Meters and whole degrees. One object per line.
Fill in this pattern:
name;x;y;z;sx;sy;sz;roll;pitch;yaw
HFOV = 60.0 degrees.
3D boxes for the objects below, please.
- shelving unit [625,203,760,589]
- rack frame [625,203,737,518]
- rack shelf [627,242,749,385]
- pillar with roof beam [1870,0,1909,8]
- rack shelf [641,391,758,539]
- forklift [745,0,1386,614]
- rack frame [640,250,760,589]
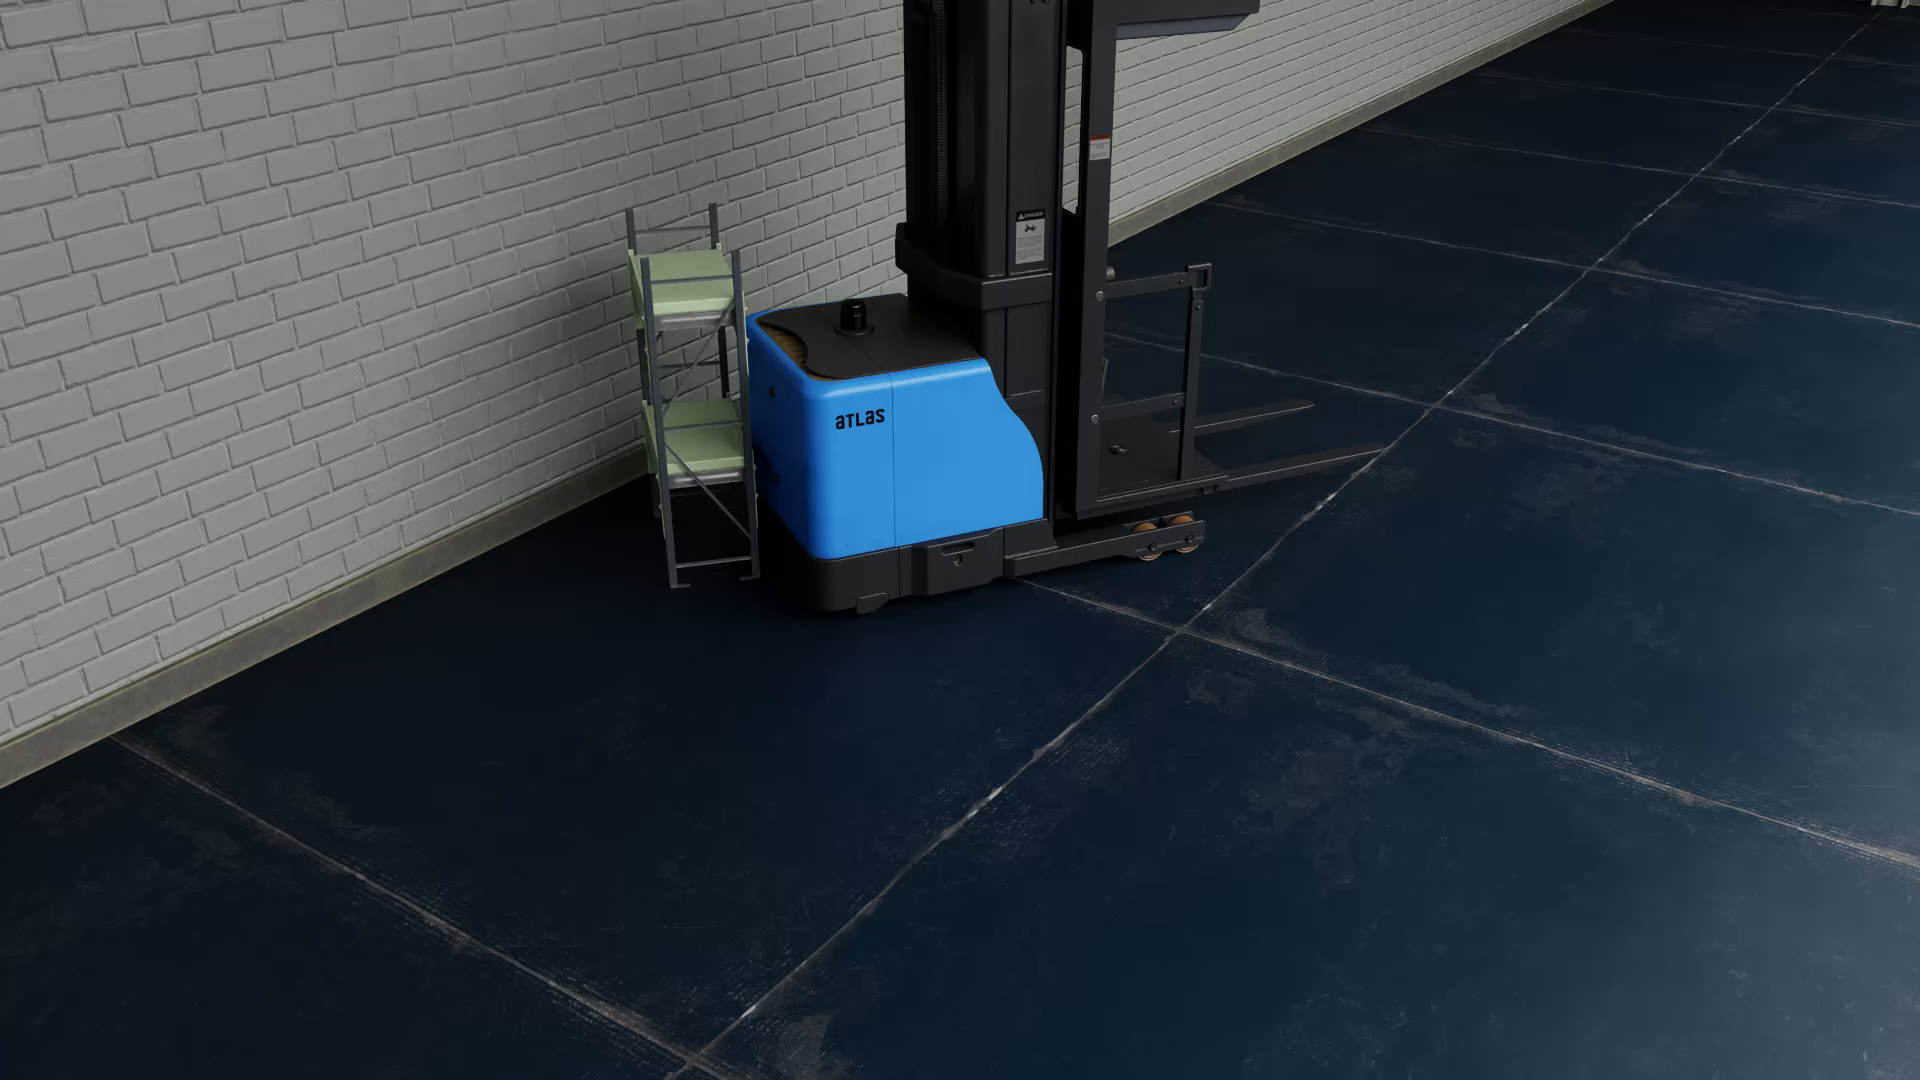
shelving unit;-1.180;-0.641;7.356;0.431;1.500;0.755;-7;28;-13
rack frame;-1.273;-0.801;7.671;0.400;1.500;0.023;-7;28;-13
rack shelf;-1.180;-0.989;7.179;0.431;0.370;0.720;-7;28;-13
pillar with roof beam;9.351;-9.190;15.888;0.400;9.000;9.100;17;32;30
rack shelf;-1.180;-0.350;7.503;0.431;0.370;0.720;-7;28;-13
forklift;0.570;-1.420;7.308;3.031;2.935;1.130;-11;29;-21
rack frame;-1.086;-0.480;7.040;0.400;1.500;0.023;-7;28;-13
